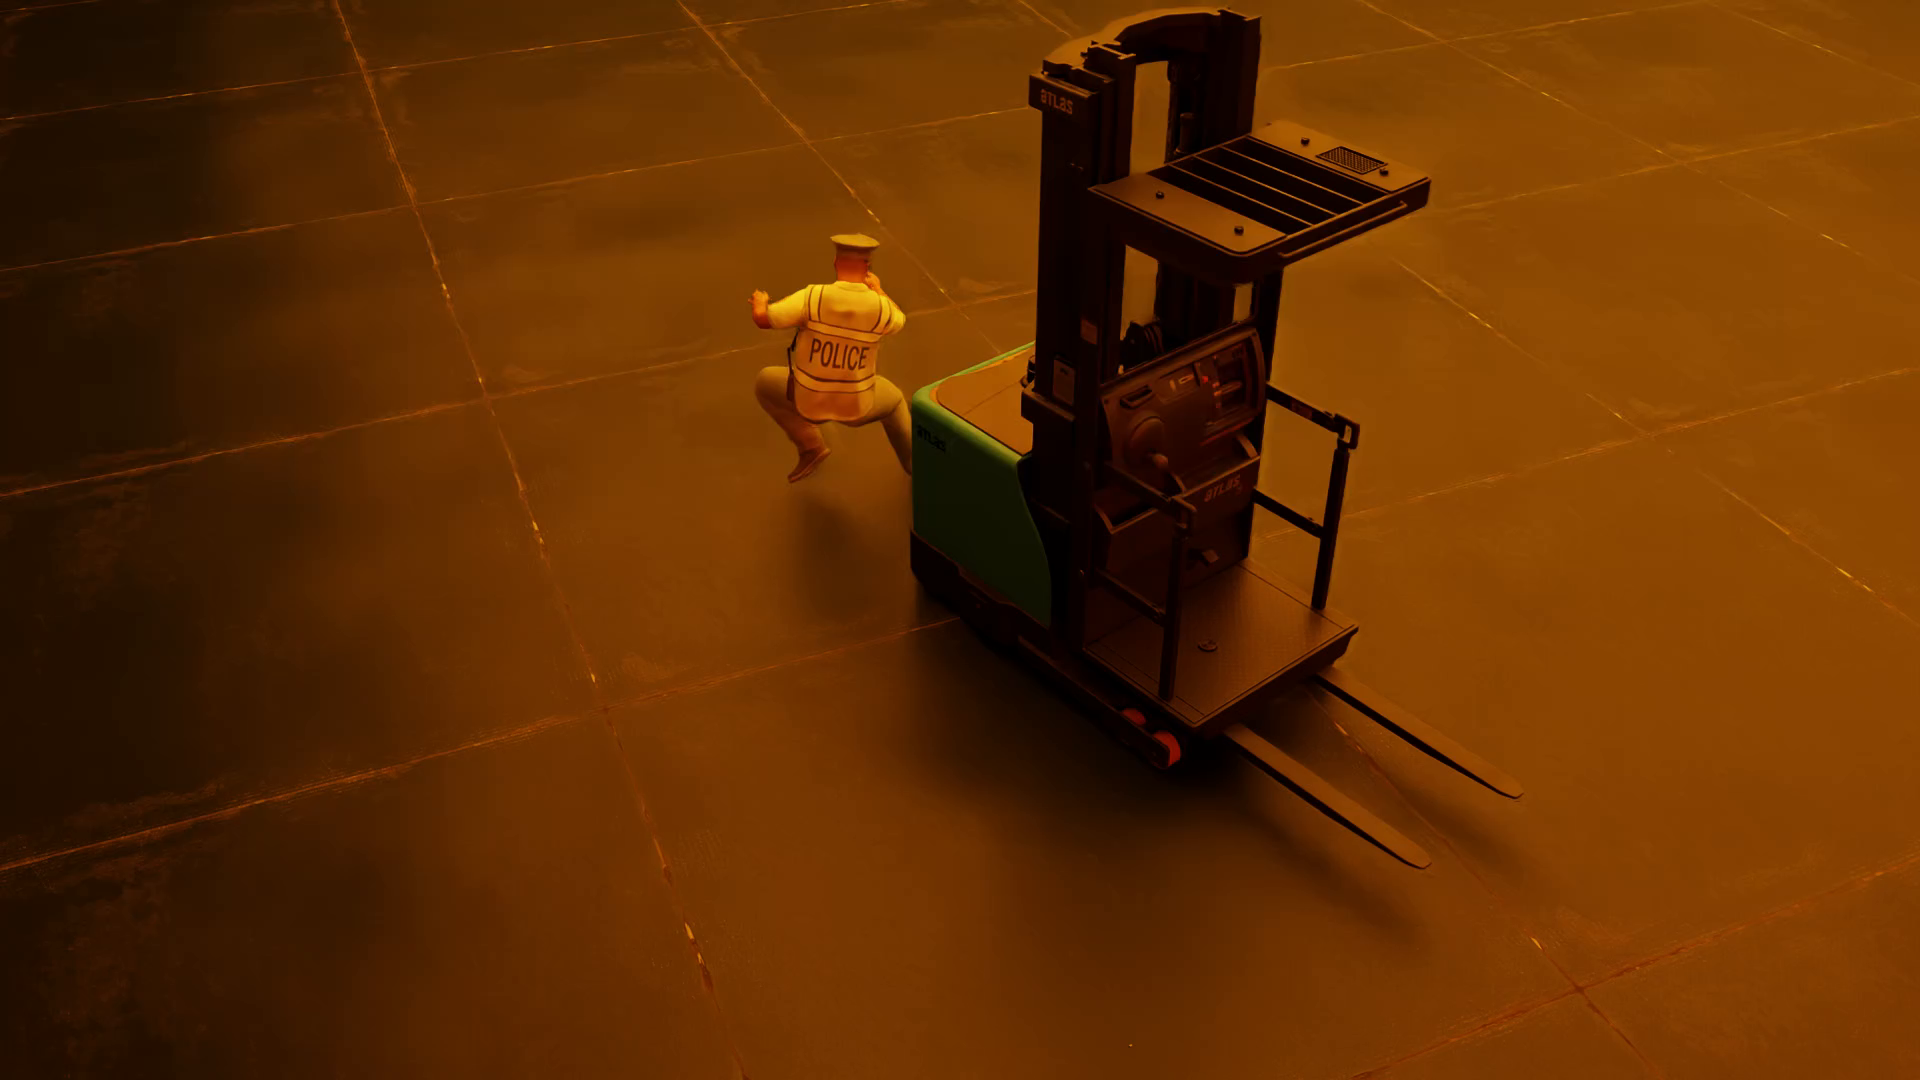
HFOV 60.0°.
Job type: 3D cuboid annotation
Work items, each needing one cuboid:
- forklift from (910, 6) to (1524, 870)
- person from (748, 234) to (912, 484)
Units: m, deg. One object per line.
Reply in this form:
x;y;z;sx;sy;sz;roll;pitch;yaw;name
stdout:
1.082;-0.533;6.848;1.130;2.935;3.031;-26;43;-31;forklift
-0.623;-0.934;8.639;0.916;1.498;0.829;-4;36;-5;person
